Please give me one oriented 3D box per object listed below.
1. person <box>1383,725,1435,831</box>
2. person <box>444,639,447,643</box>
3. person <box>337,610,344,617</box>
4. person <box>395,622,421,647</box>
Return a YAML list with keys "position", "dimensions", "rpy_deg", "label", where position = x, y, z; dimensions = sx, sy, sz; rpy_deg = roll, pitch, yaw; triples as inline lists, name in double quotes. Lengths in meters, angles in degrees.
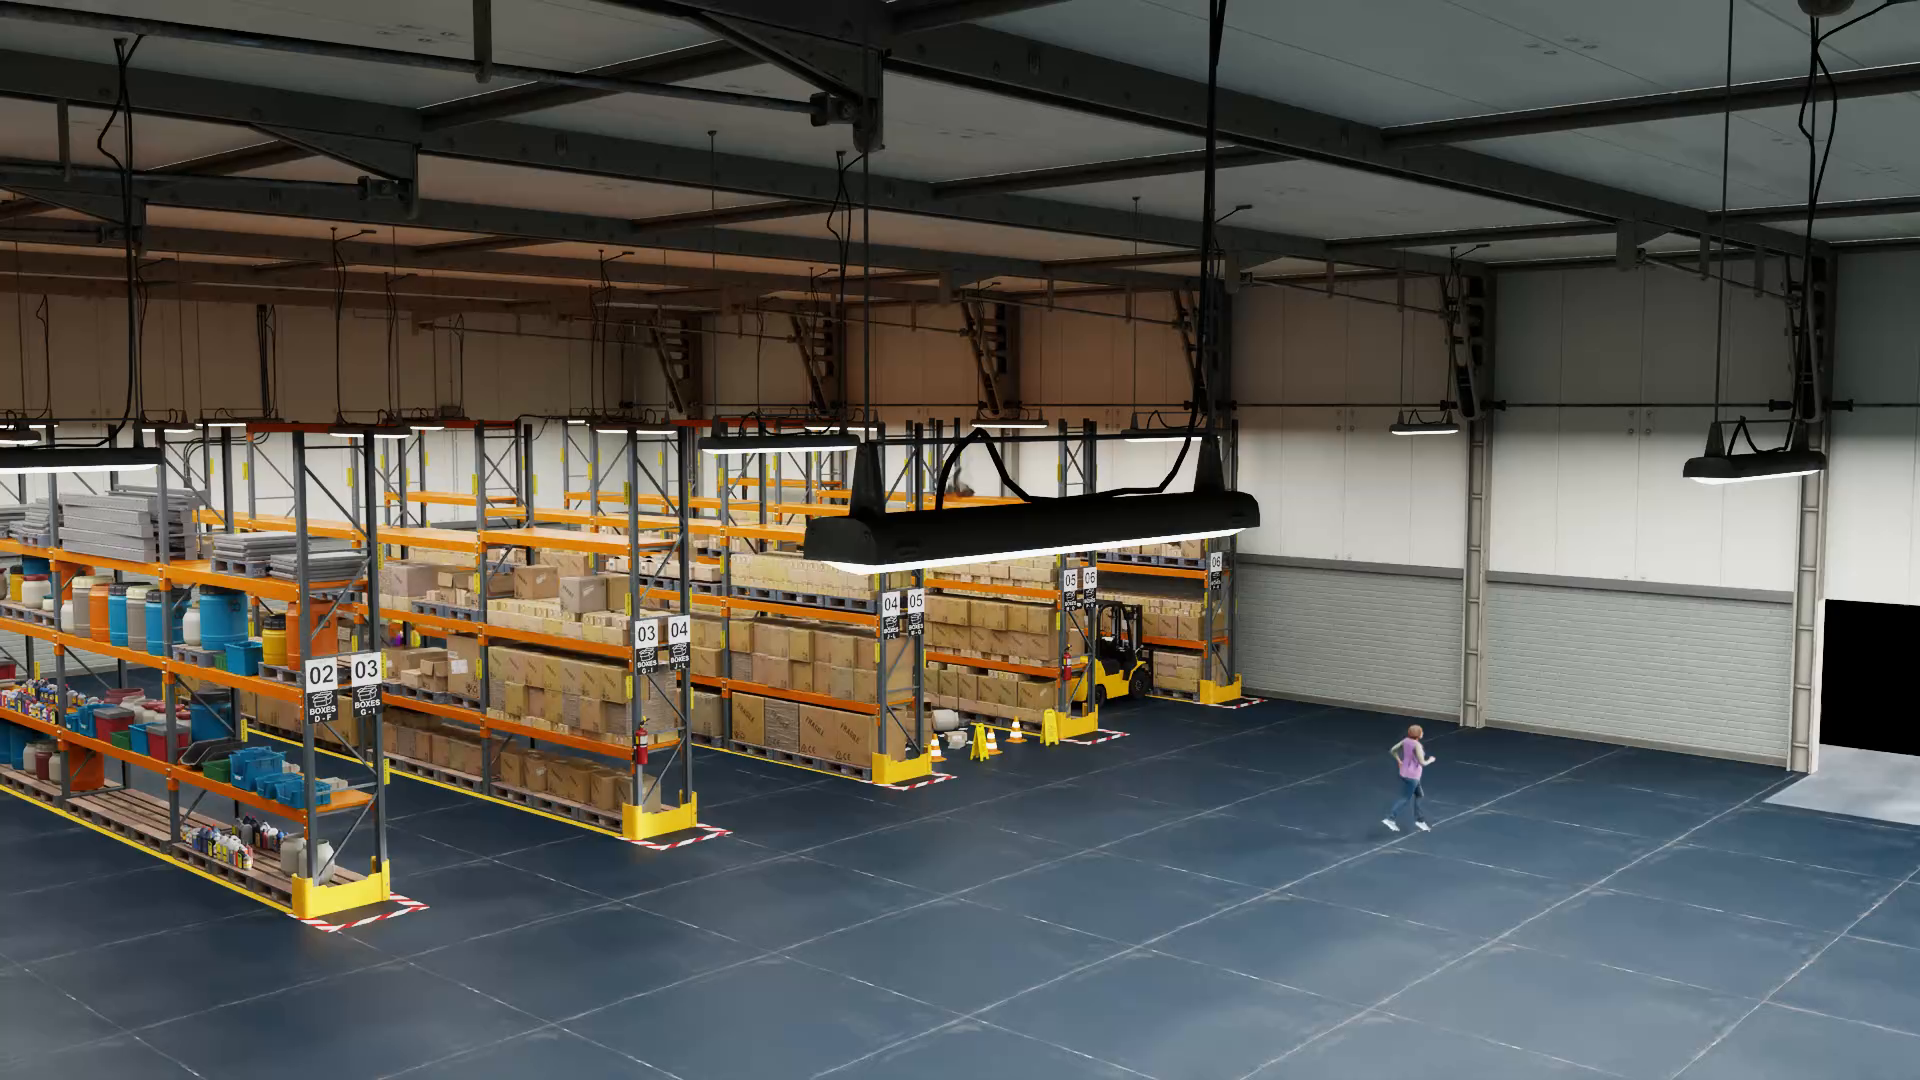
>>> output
- position: [6.590, 3.540, 24.524]
  dimensions: [0.851, 1.606, 0.548]
  rpy_deg: [-1, 5, -12]
  label: "person"
- position: [-12.540, 2.142, 41.136]
  dimensions: [0.578, 1.688, 0.687]
  rpy_deg: [4, 6, 44]
  label: "person"
- position: [-14.561, 2.409, 38.392]
  dimensions: [0.745, 1.604, 0.829]
  rpy_deg: [2, 5, 27]
  label: "person"
- position: [-11.674, 2.542, 35.297]
  dimensions: [0.986, 1.768, 0.701]
  rpy_deg: [4, 6, 41]
  label: "person"
